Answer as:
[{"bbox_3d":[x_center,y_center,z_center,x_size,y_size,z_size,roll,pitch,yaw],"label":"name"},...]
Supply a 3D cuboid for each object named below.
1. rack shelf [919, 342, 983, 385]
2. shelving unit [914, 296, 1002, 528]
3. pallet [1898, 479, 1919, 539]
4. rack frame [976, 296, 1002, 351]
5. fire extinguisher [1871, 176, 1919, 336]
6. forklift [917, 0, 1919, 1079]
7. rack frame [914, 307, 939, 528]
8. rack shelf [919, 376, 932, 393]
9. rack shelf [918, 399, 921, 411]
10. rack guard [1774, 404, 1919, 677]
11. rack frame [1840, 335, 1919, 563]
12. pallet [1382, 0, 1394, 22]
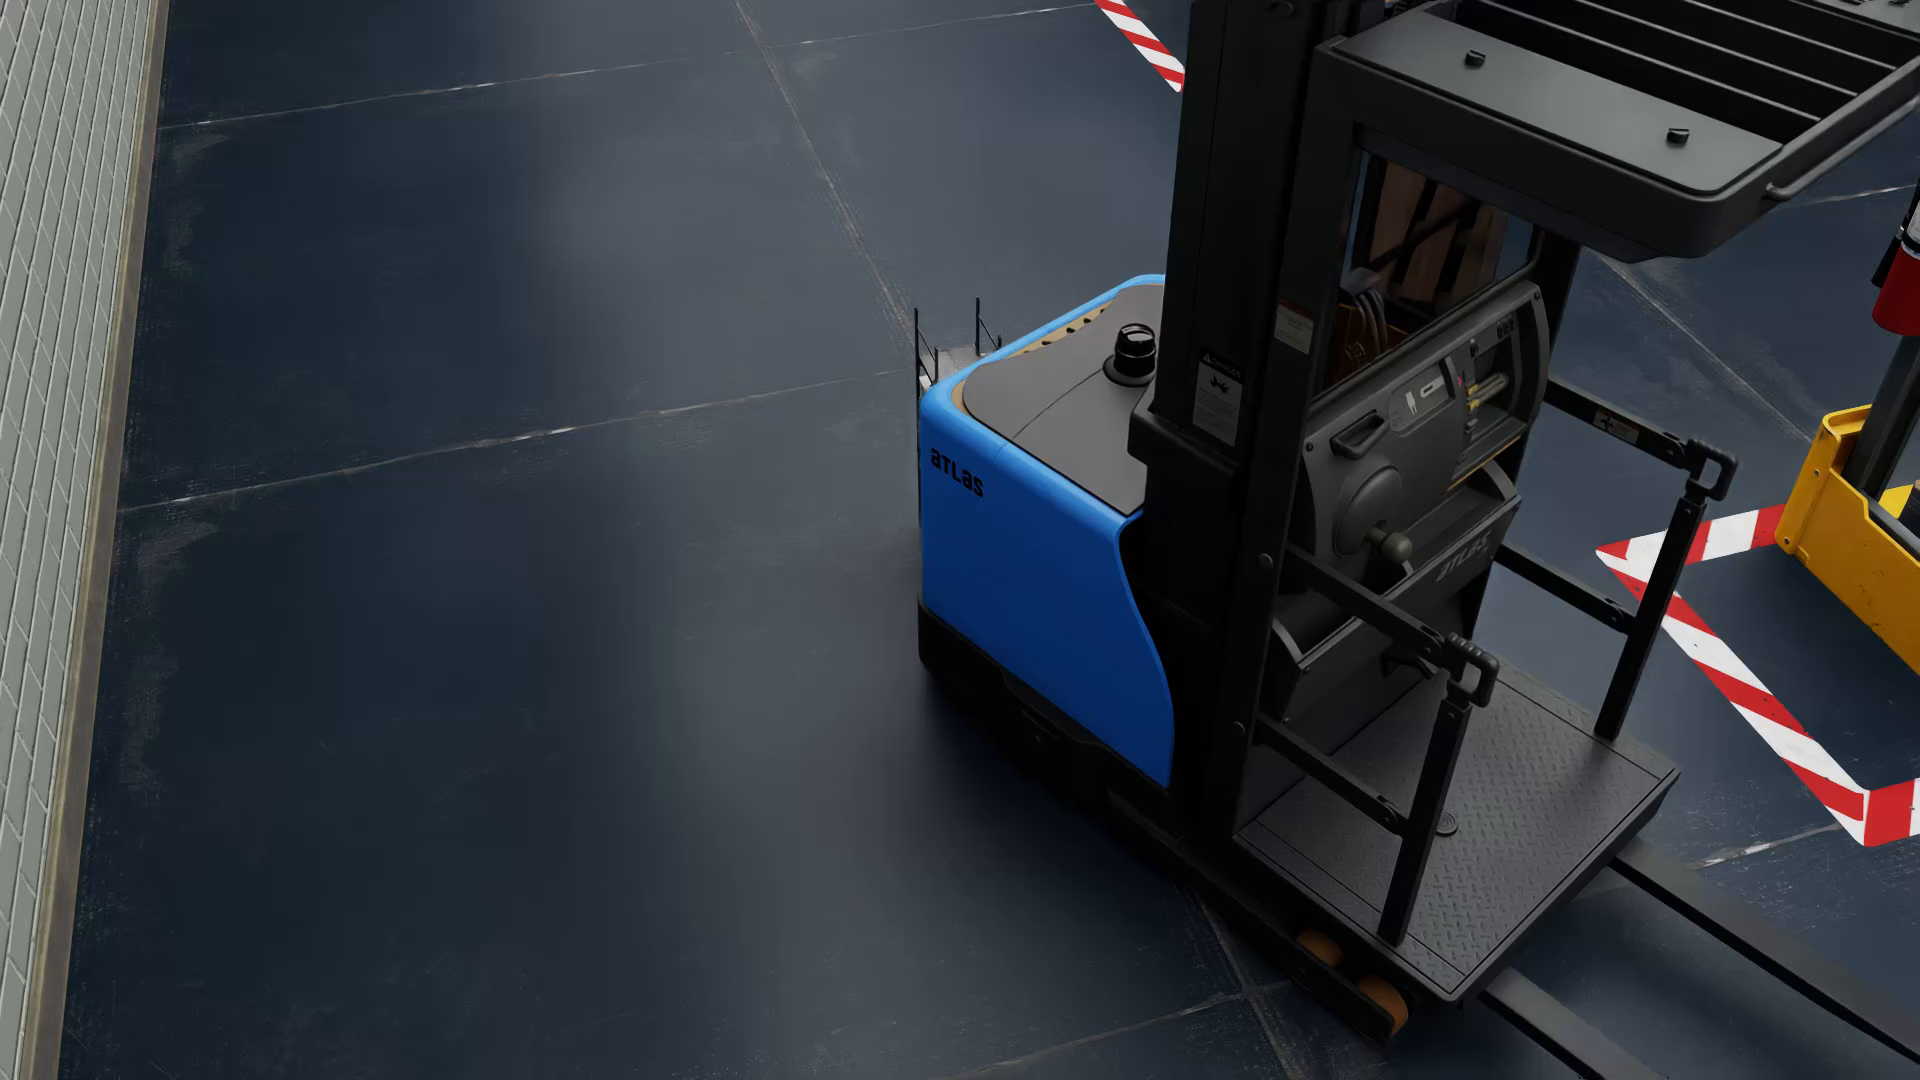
[{"bbox_3d":[-0.008,-0.516,5.296,0.200,0.077,0.258,-12,42,-13],"label":"rack shelf"},{"bbox_3d":[-0.008,-0.337,5.452,0.210,0.900,0.258,-12,42,-13],"label":"shelving unit"},{"bbox_3d":[3.957,0.075,5.504,1.213,0.211,1.003,-12,42,-13],"label":"pallet"},{"bbox_3d":[0.089,-0.357,5.475,0.006,0.900,0.240,-12,42,-13],"label":"rack frame"},{"bbox_3d":[2.878,-0.922,4.868,0.183,0.674,0.296,-12,42,-13],"label":"fire extinguisher"},{"bbox_3d":[1.239,-0.205,3.756,1.130,2.935,3.031,-31,50,-31],"label":"forklift"},{"bbox_3d":[-0.105,-0.317,5.429,0.006,0.900,0.240,-12,42,-13],"label":"rack frame"},{"bbox_3d":[-0.008,-0.448,5.356,0.200,0.077,0.258,-12,42,-13],"label":"rack shelf"},{"bbox_3d":[-0.008,-0.380,5.415,0.200,0.077,0.258,-12,42,-13],"label":"rack shelf"},{"bbox_3d":[3.139,0.118,5.235,0.348,0.500,1.175,-12,42,-13],"label":"rack guard"},{"bbox_3d":[3.158,-0.836,4.427,0.127,3.000,1.000,-12,42,-13],"label":"rack frame"},{"bbox_3d":[2.410,-3.102,9.140,1.213,0.211,1.003,-12,42,-13],"label":"pallet"}]
